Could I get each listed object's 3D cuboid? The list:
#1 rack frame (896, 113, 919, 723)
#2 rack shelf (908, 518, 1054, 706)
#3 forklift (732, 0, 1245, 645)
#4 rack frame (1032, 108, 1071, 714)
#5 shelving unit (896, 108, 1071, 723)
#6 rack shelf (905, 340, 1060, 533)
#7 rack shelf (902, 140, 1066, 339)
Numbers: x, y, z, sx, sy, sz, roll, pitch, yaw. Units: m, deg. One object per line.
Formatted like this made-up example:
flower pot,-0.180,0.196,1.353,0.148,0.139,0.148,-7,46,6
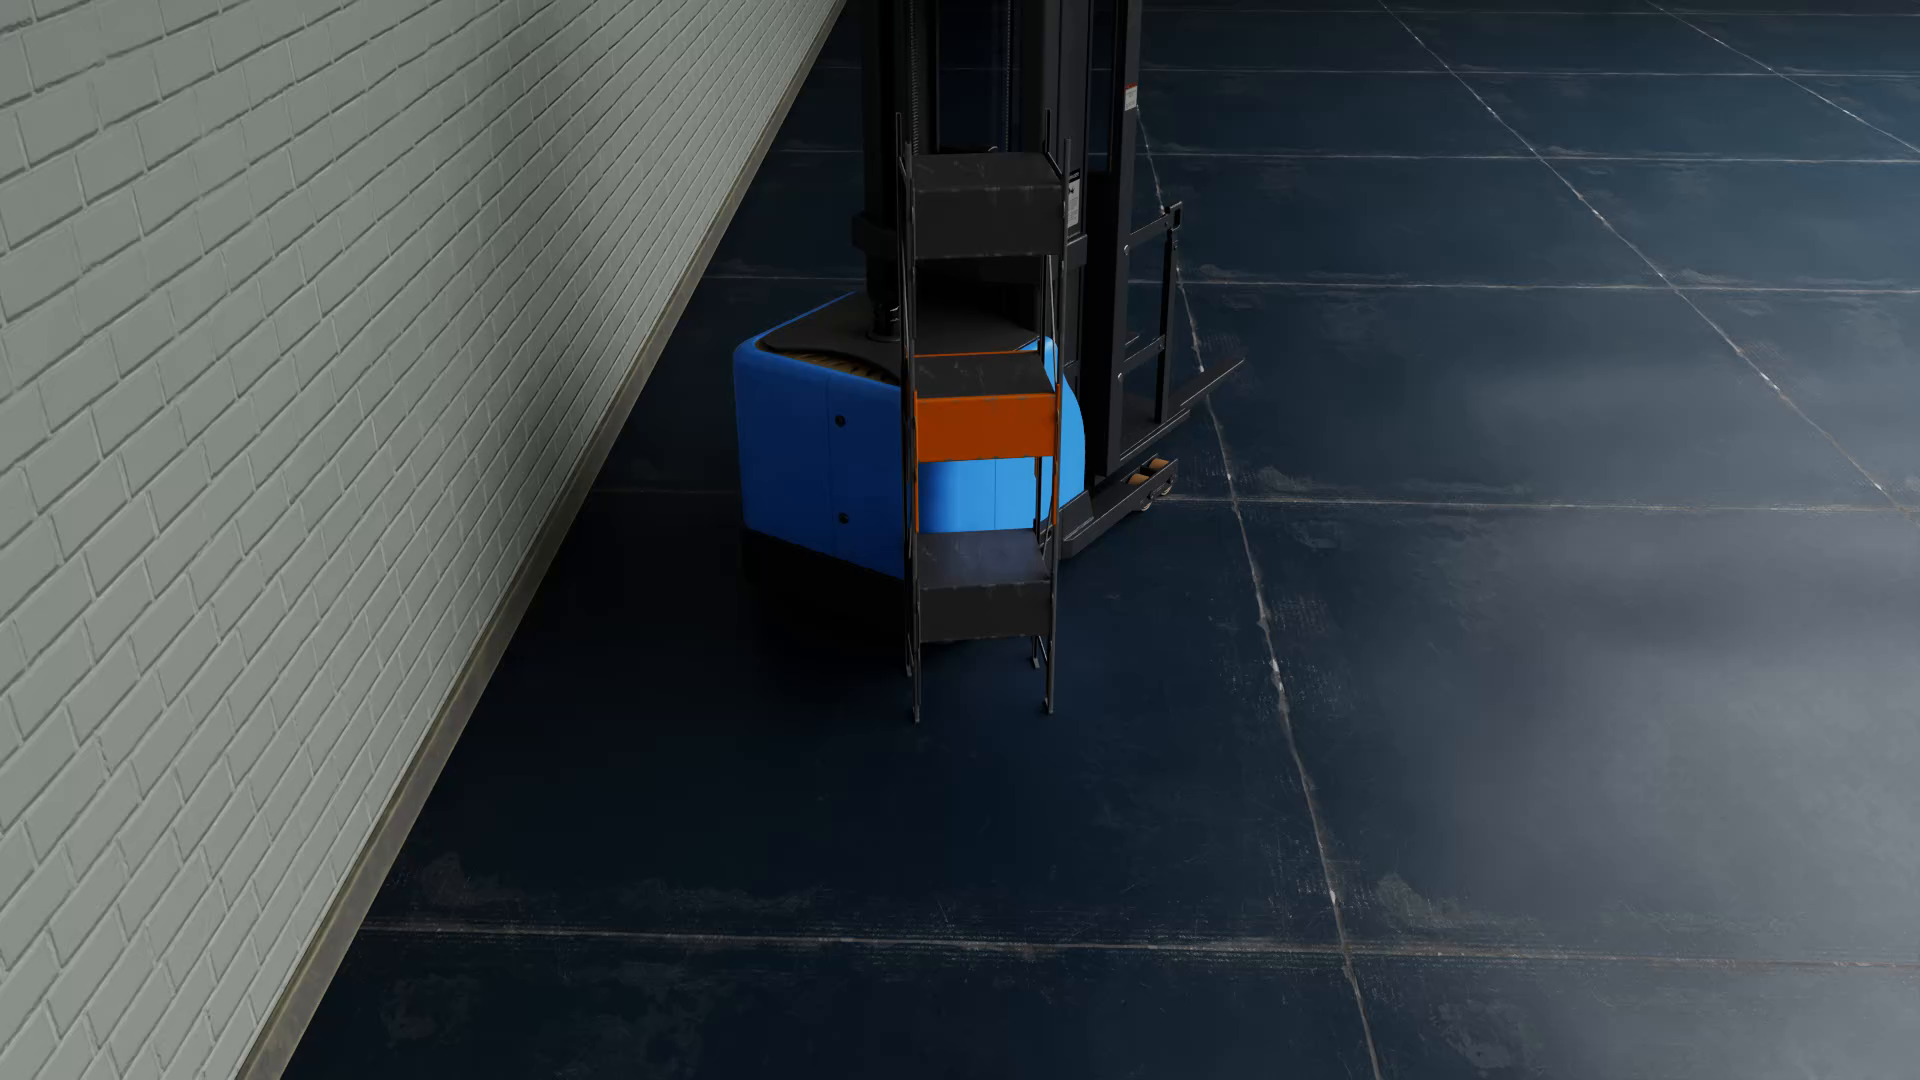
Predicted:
rack frame,-0.178,-0.360,5.687,0.015,2.100,0.400,-3,28,-6
rack shelf,0.065,0.258,6.046,0.480,0.518,0.431,-3,28,-6
forklift,0.346,-1.537,7.020,1.130,2.935,3.031,17,33,29
rack frame,0.307,-0.386,5.737,0.015,2.100,0.400,-3,28,-6
shelving unit,0.065,-0.373,5.712,0.503,2.100,0.431,-3,28,-6
rack shelf,0.065,-0.361,5.718,0.480,0.518,0.431,-3,28,-6
rack shelf,0.065,-0.979,5.390,0.480,0.518,0.431,-3,28,-6
